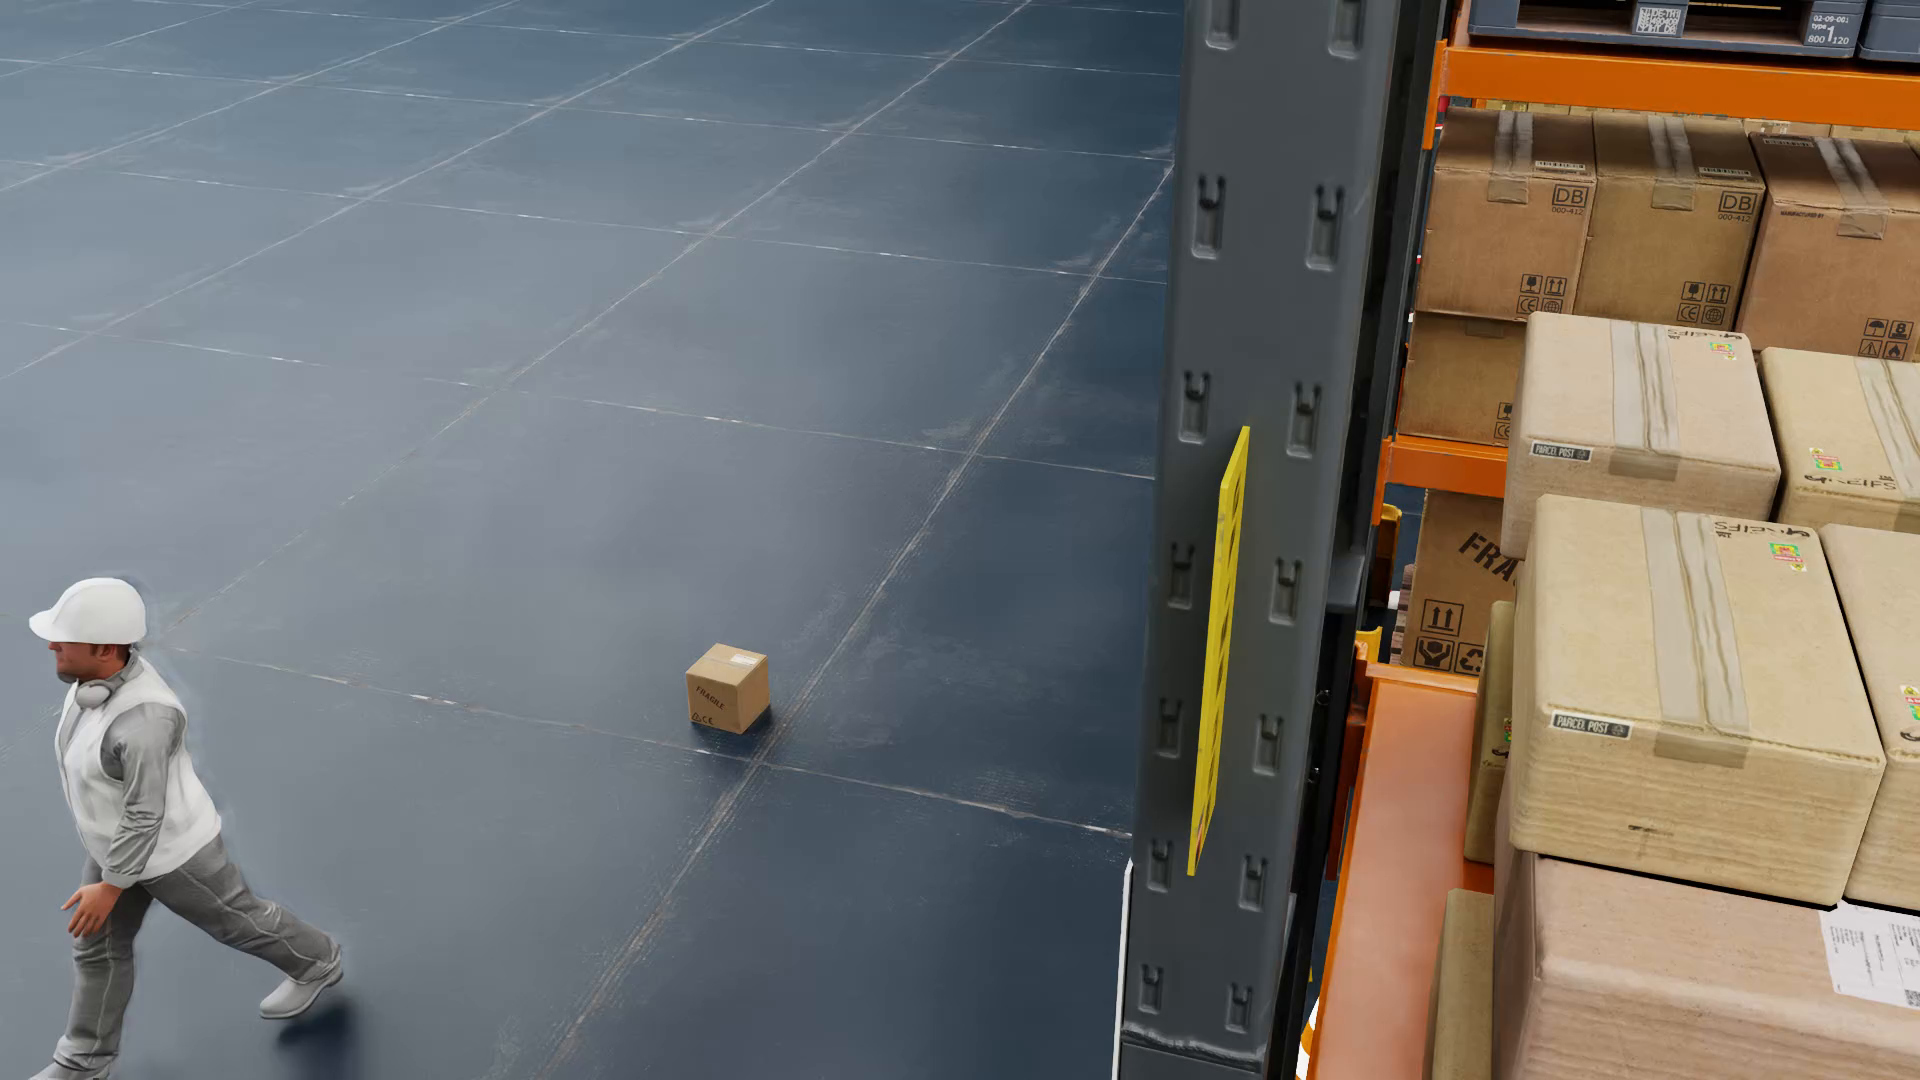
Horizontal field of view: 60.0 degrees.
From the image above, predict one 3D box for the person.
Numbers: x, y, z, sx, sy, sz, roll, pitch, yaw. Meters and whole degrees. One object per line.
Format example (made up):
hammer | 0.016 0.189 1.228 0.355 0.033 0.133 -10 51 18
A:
person | -2.479 0.903 4.962 1.038 1.716 0.532 -26 38 -38
